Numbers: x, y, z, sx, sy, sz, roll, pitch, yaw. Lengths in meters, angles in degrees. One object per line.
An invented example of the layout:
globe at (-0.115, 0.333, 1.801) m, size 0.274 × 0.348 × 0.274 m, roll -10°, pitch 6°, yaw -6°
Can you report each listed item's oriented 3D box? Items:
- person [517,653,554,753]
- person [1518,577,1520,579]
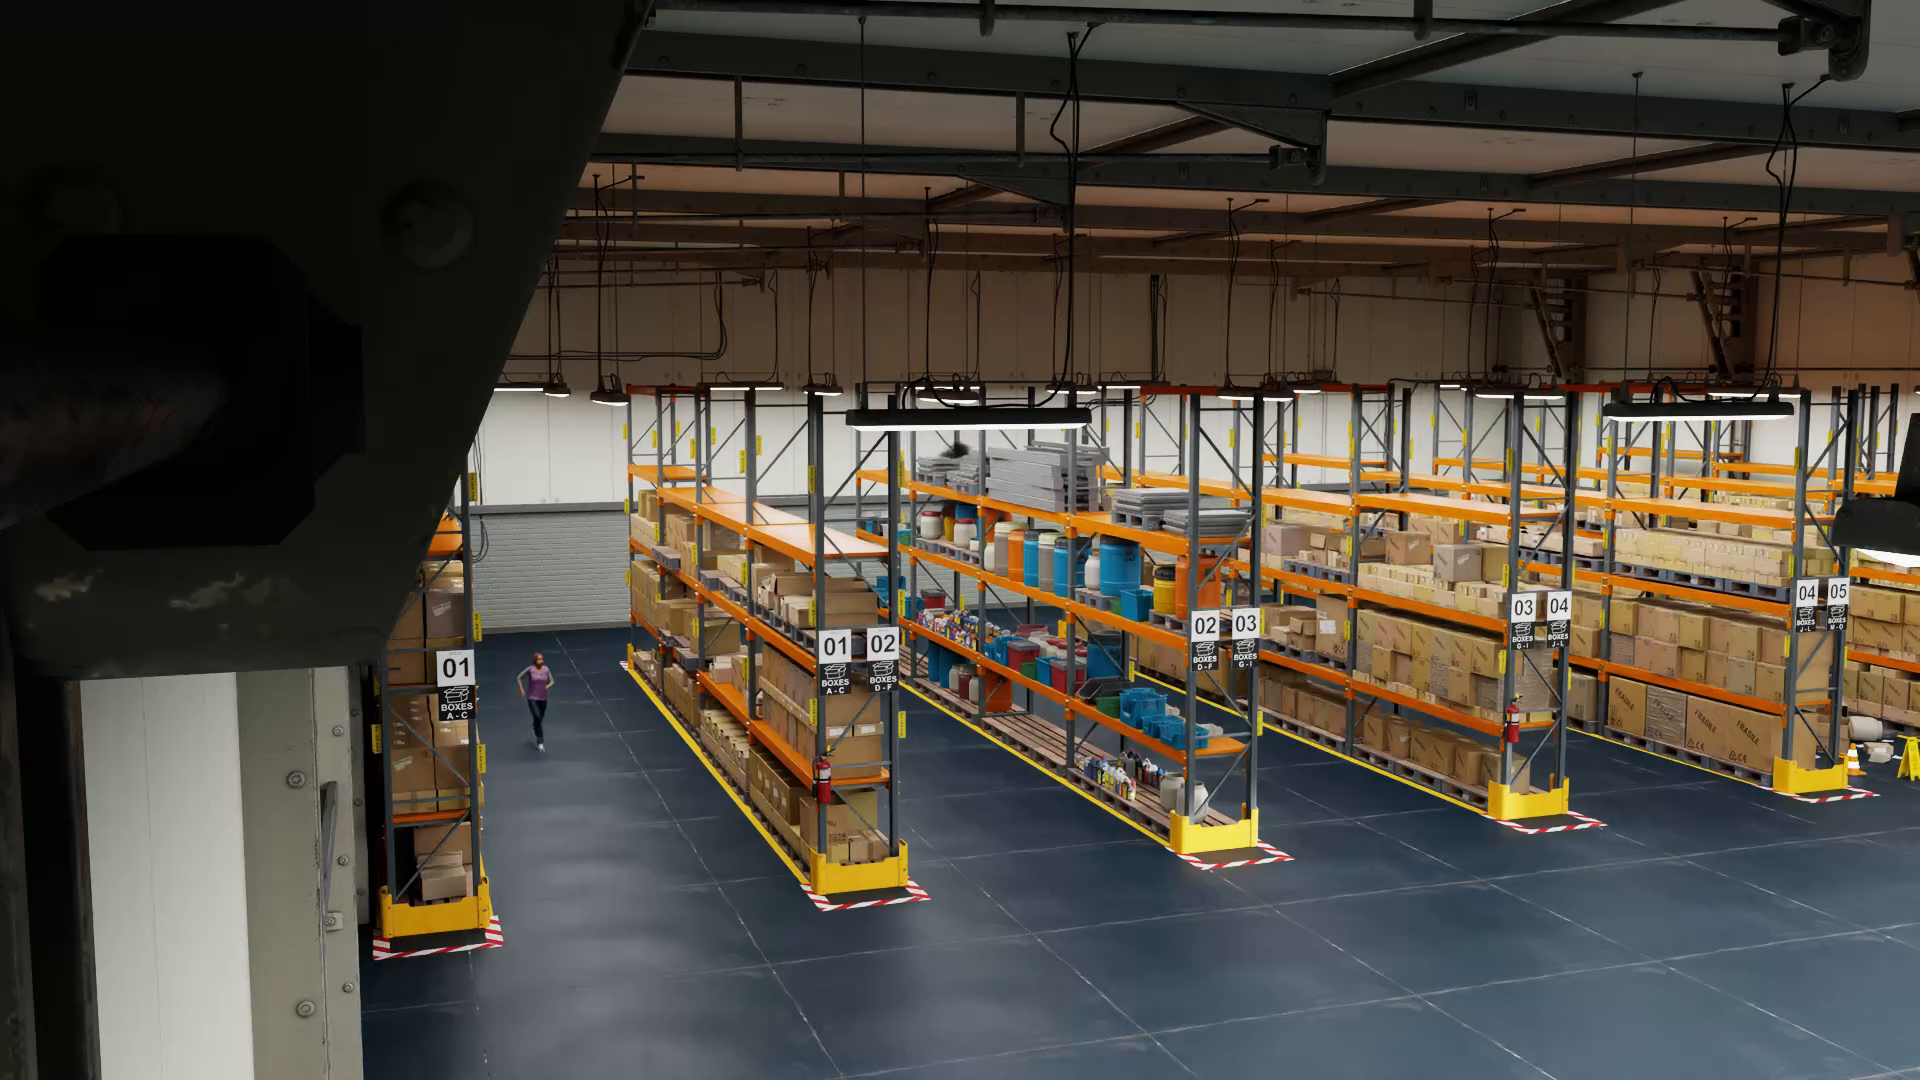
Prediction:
person at (-7.074, 2.670, 27.757) m, size 0.571 × 1.621 × 0.869 m, roll -4°, pitch 7°, yaw -31°
person at (12.145, 1.684, 36.422) m, size 0.685 × 1.816 × 0.771 m, roll -3°, pitch 7°, yaw -26°
